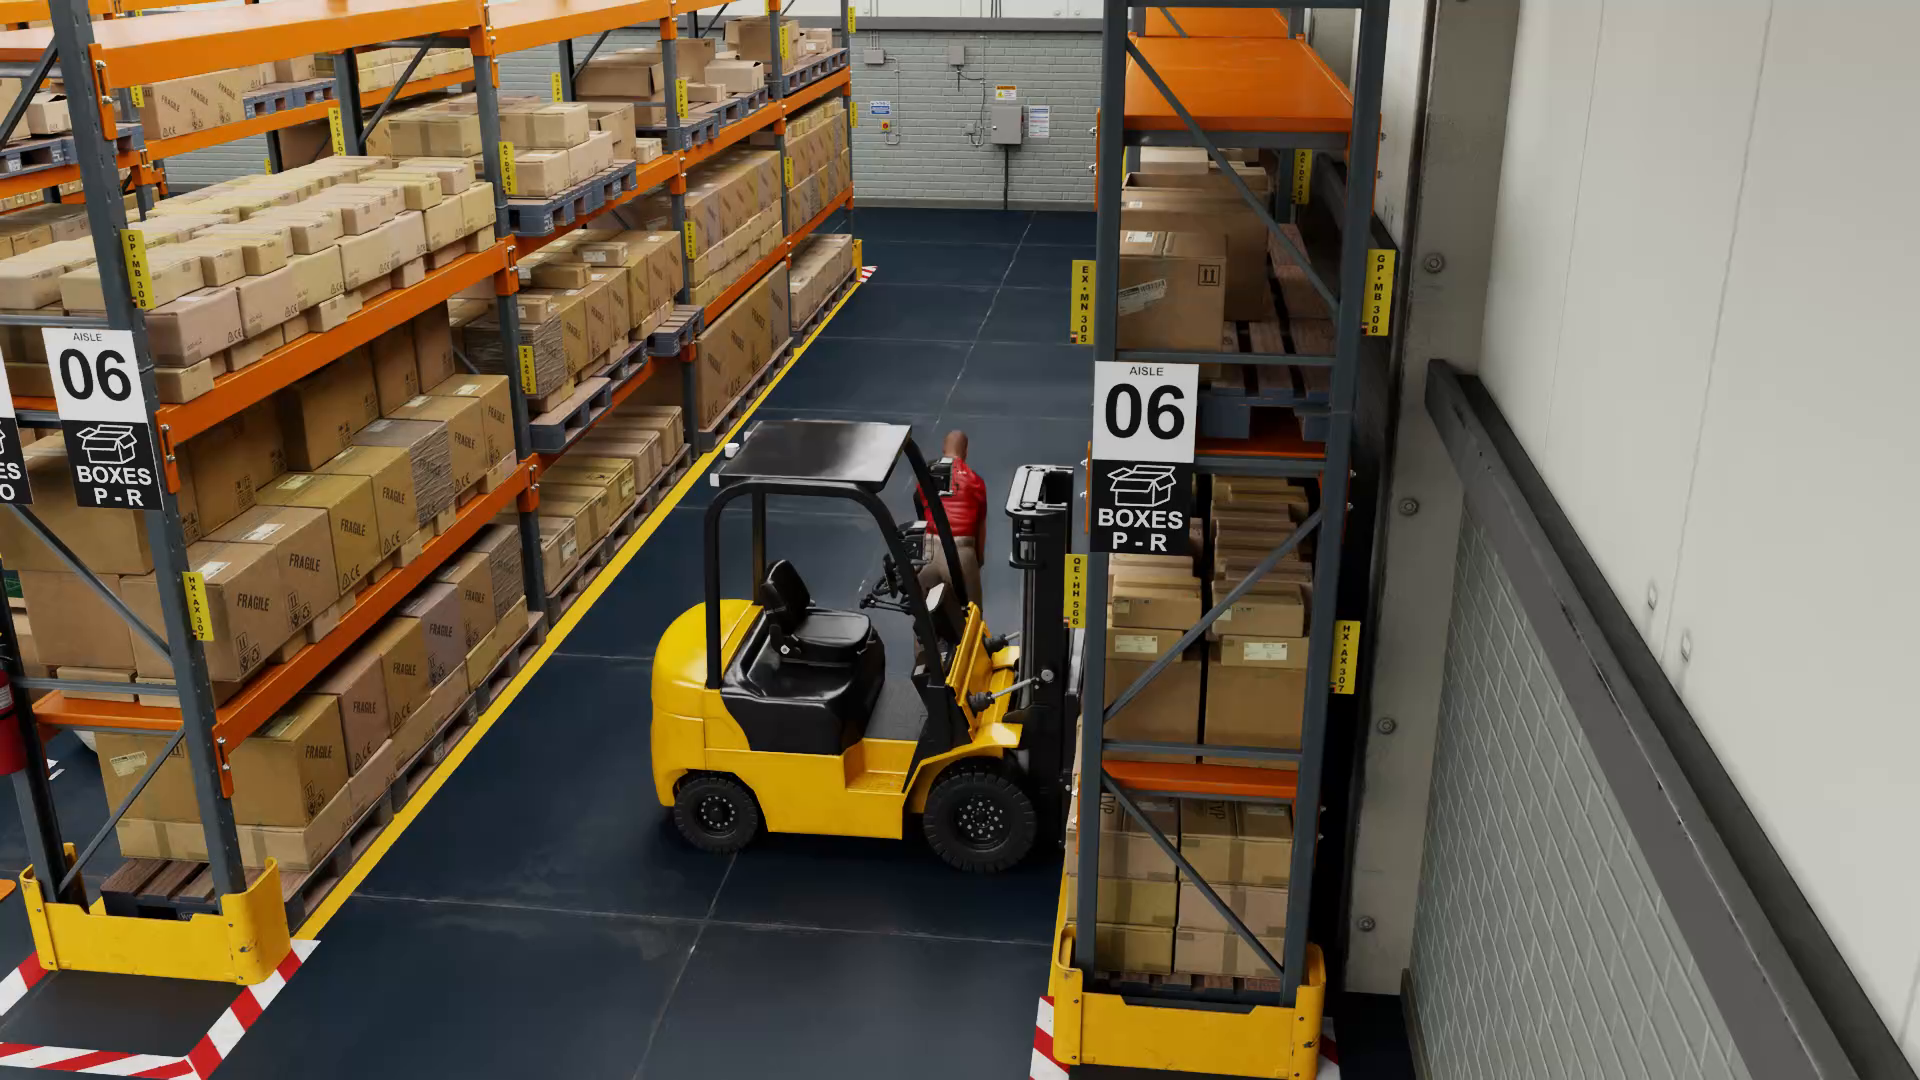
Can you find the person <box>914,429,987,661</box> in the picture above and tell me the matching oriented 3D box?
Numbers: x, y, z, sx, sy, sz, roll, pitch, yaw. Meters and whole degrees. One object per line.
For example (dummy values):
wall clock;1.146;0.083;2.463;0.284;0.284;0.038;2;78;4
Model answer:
person;-0.071;0.114;10.956;0.482;1.632;0.625;6;22;15
